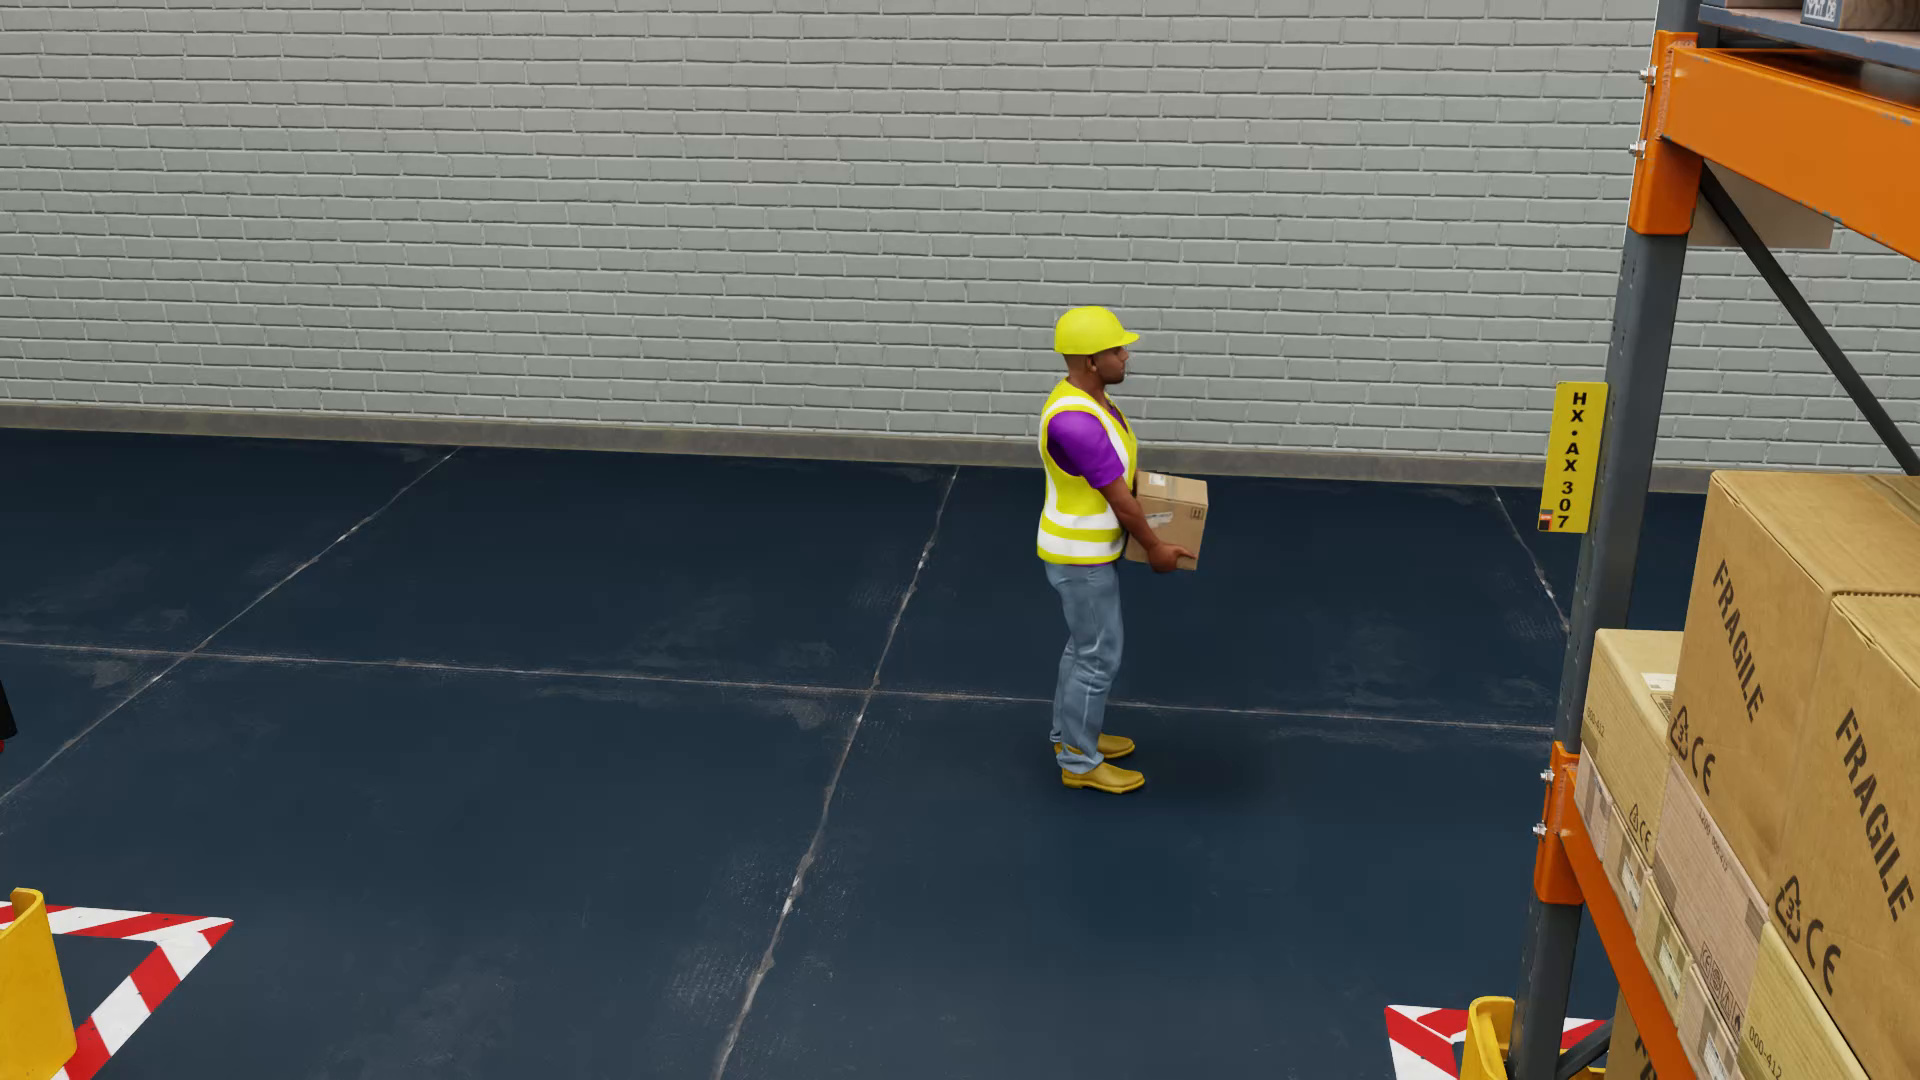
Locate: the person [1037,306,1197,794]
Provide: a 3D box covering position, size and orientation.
[{"bbox_3d":[0.559,0.037,5.955,0.567,1.763,0.505,2,21,6],"label":"person"}]
